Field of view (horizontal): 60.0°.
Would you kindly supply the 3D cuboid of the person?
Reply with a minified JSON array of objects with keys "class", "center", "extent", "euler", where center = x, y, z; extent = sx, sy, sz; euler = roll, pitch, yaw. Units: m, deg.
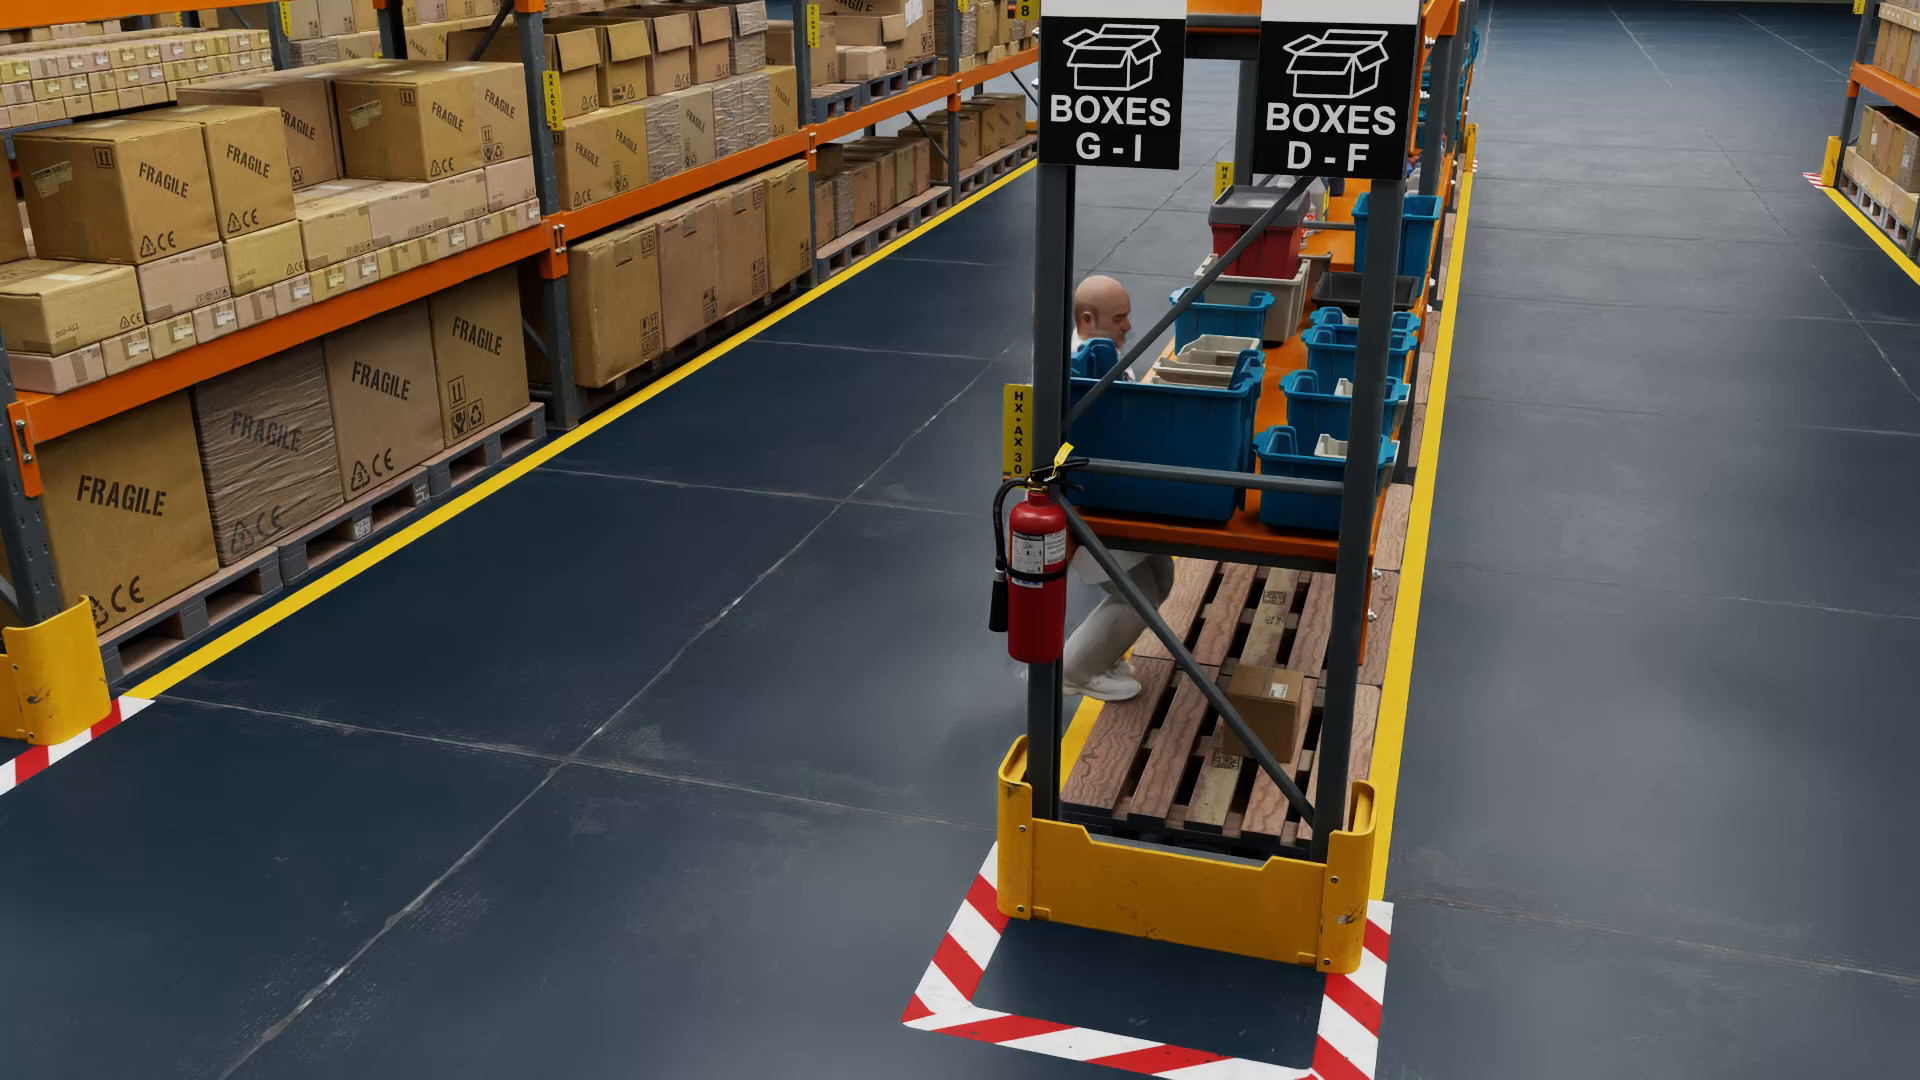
[{"class":"person","center":[0.543,-0.137,6.169],"extent":[0.459,1.708,0.618],"euler":[9,23,21]}]
